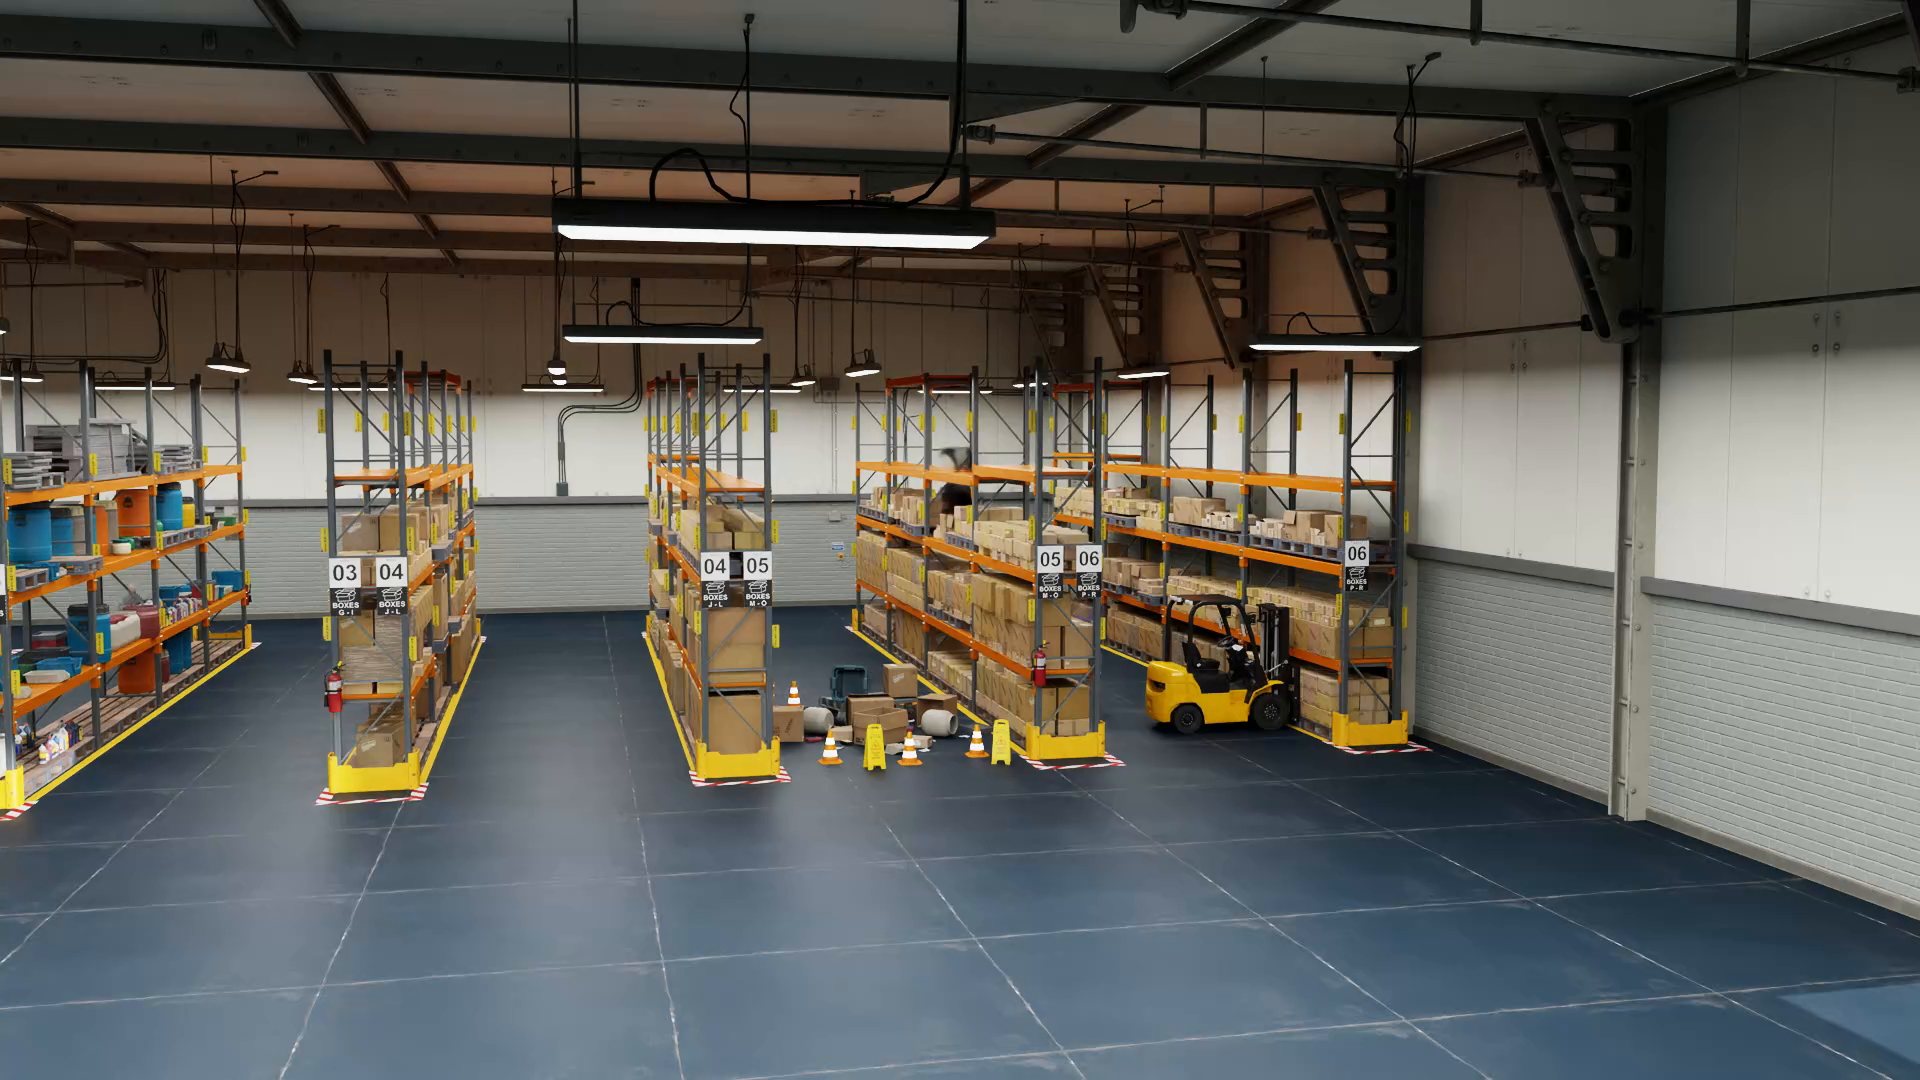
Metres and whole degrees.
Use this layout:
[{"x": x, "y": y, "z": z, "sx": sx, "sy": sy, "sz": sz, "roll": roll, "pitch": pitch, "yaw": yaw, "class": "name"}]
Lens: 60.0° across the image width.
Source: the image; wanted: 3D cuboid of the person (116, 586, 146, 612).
[{"x": -17.304, "y": 1.763, "z": 34.811, "sx": 0.651, "sy": 1.641, "sz": 0.746, "roll": -2, "pitch": 4, "yaw": -28, "class": "person"}]
